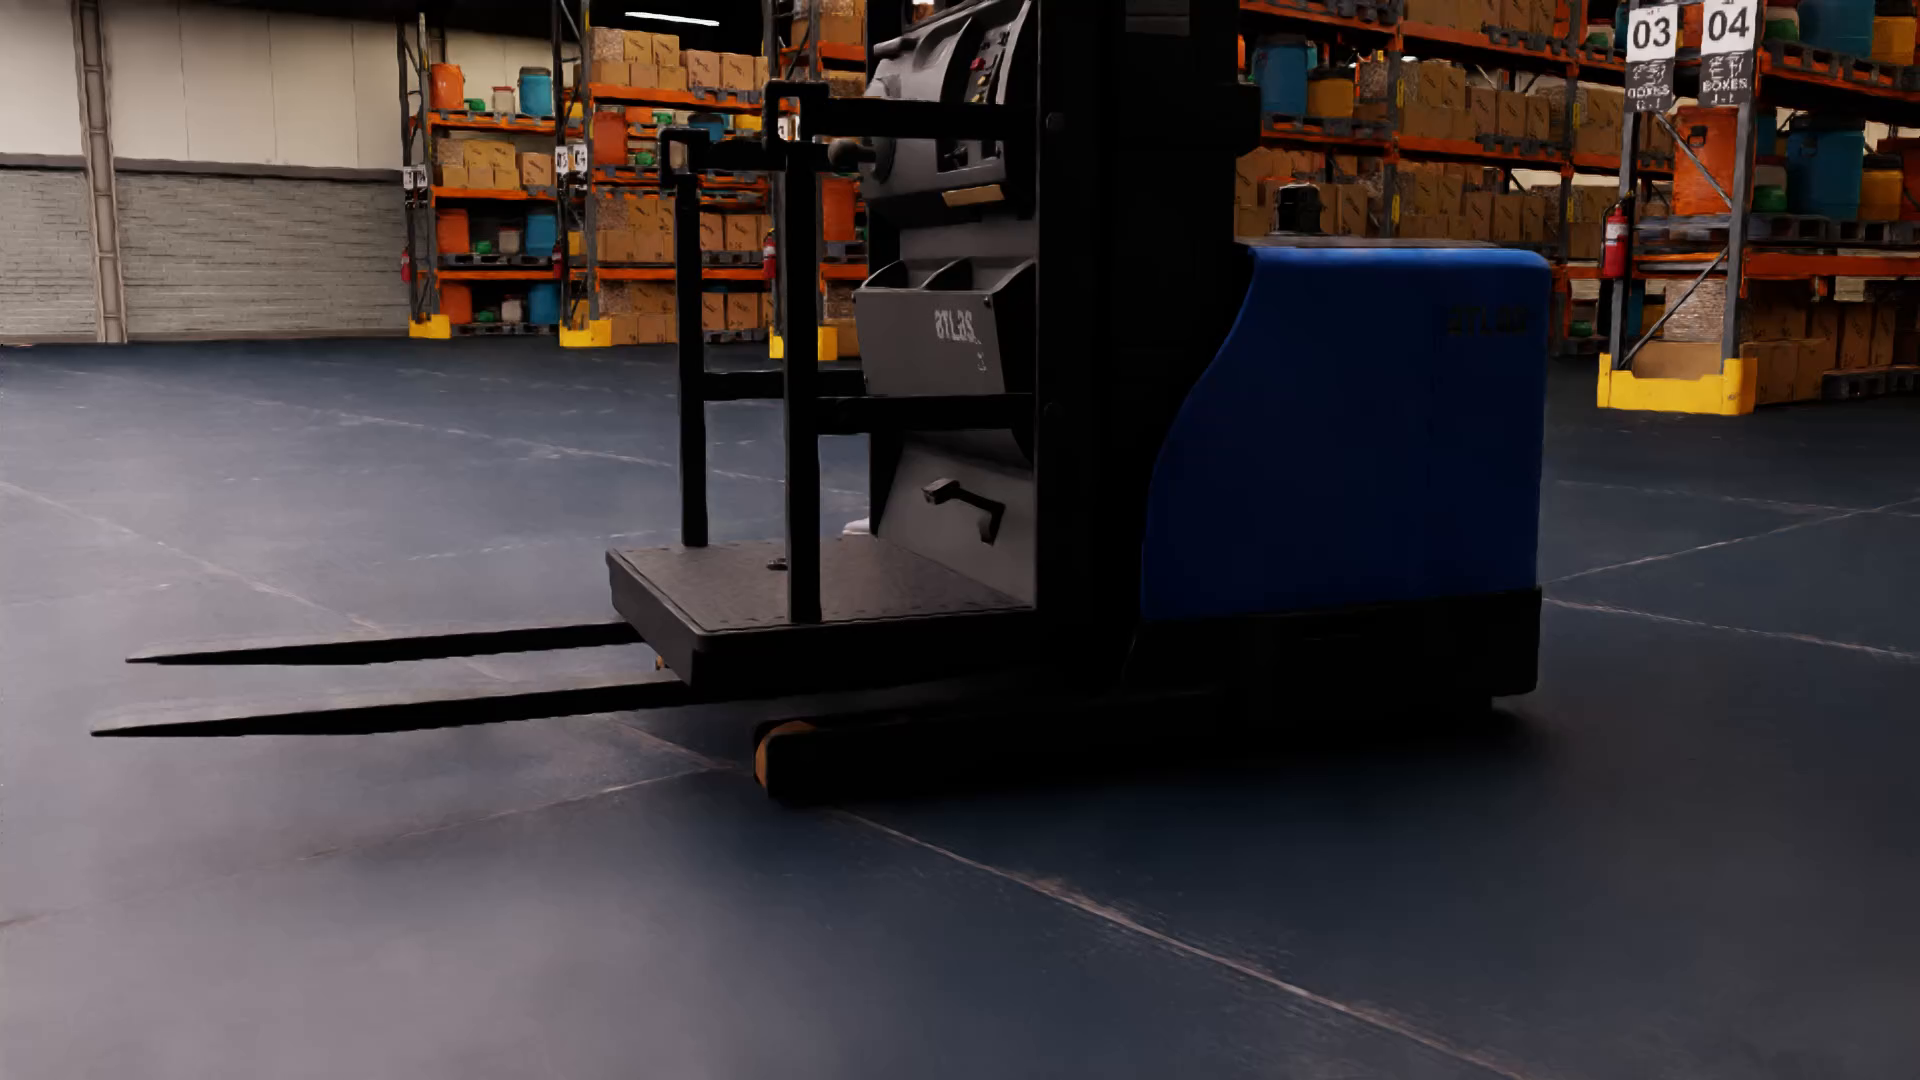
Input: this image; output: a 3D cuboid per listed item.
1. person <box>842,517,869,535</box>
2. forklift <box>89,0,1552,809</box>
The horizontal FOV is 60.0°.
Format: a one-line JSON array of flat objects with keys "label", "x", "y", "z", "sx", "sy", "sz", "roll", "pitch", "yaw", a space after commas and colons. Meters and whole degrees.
[{"label": "person", "x": -0.076, "y": -0.854, "z": 6.357, "sx": 0.550, "sy": 1.726, "sz": 0.640, "roll": -8, "pitch": 12, "yaw": -40}, {"label": "forklift", "x": -0.229, "y": -1.022, "z": 3.562, "sx": 3.031, "sy": 2.935, "sz": 1.130, "roll": -3, "pitch": 9, "yaw": -21}]
